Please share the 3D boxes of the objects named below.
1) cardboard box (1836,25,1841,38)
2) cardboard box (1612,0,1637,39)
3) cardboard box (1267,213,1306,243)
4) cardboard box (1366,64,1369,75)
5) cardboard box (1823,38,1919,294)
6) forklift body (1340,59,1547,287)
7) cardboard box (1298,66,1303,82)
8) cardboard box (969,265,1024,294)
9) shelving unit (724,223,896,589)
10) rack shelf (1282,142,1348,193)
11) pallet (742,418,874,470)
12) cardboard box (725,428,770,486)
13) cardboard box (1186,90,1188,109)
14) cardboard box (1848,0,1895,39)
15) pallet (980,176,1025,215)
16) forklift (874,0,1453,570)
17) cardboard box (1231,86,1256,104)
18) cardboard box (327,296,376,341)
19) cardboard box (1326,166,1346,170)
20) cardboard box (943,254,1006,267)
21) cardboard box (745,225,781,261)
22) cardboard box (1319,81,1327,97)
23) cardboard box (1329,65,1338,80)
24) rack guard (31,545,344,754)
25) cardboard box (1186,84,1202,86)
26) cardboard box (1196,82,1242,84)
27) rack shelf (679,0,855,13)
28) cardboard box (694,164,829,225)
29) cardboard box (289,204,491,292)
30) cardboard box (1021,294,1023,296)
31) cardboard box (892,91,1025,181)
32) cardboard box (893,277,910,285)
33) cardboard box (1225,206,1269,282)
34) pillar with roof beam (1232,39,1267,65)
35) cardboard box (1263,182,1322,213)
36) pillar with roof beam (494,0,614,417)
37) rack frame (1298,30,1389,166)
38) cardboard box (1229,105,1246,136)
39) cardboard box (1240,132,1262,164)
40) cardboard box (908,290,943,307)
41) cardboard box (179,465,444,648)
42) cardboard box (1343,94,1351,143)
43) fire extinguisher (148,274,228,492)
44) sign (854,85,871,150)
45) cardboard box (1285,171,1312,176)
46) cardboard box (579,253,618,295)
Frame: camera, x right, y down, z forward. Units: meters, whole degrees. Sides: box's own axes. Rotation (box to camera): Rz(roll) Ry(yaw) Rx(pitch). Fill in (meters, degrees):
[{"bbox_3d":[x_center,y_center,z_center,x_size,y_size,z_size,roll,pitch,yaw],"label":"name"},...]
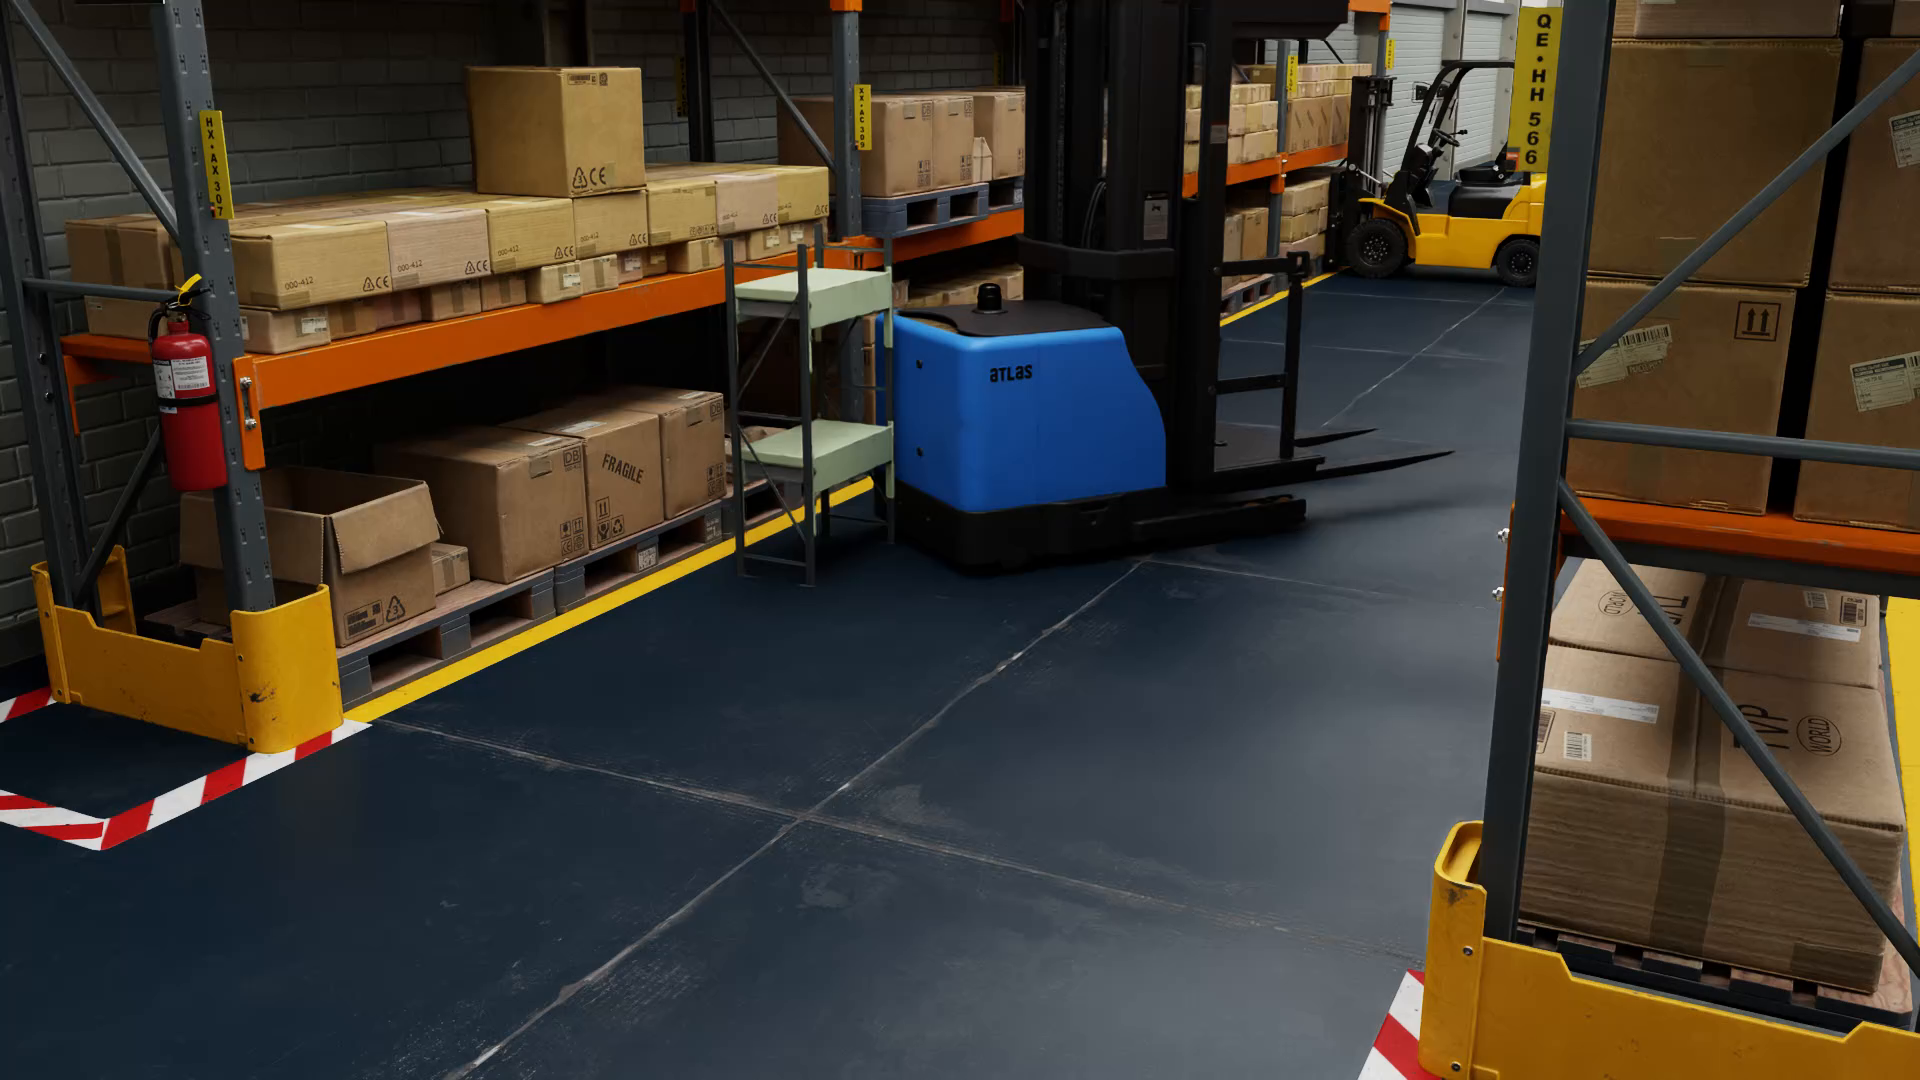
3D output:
[{"bbox_3d":[7.415,-3.990,13.735,0.700,0.500,0.500,8,18,25],"label":"cardboard box"},{"bbox_3d":[1.776,-1.278,3.988,0.380,0.149,0.250,8,18,25],"label":"cardboard box"},{"bbox_3d":[3.075,-3.073,16.316,0.500,0.250,0.500,8,18,25],"label":"cardboard box"},{"bbox_3d":[4.316,-5.202,18.432,0.380,0.149,0.250,8,18,25],"label":"cardboard box"},{"bbox_3d":[2.132,-0.792,3.491,0.500,0.500,0.500,8,18,24],"label":"cardboard box"},{"bbox_3d":[5.154,-3.763,16.916,2.313,2.155,1.214,8,18,25],"label":"forklift body"},{"bbox_3d":[3.132,-4.555,16.255,0.380,0.149,0.250,8,18,24],"label":"cardboard box"},{"bbox_3d":[0.280,-1.743,11.138,0.380,0.149,0.250,8,18,25],"label":"cardboard box"},{"bbox_3d":[-0.654,-0.623,7.489,0.431,1.500,0.755,8,18,25],"label":"shelving unit"},{"bbox_3d":[3.476,-4.031,17.590,1.077,0.370,4.000,8,18,25],"label":"rack shelf"},{"bbox_3d":[-0.663,-0.704,10.023,1.003,0.211,1.213,8,18,25],"label":"pallet"},{"bbox_3d":[-1.138,-0.449,8.331,0.396,0.266,0.258,9,19,27],"label":"cardboard box"},{"bbox_3d":[1.602,-3.523,13.301,0.380,0.149,0.250,8,18,26],"label":"cardboard box"},{"bbox_3d":[2.122,-1.148,3.551,0.380,0.149,0.250,9,19,27],"label":"cardboard box"},{"bbox_3d":[-0.070,-2.259,10.700,1.003,0.211,1.213,8,18,25],"label":"pallet"},{"bbox_3d":[1.126,-1.547,8.084,3.031,2.935,1.130,-8,19,-26],"label":"forklift"},{"bbox_3d":[2.374,-3.902,14.579,0.380,0.149,0.250,7,18,24],"label":"cardboard box"},{"bbox_3d":[-2.315,-0.809,5.919,0.380,0.149,0.250,9,19,27],"label":"cardboard box"},{"bbox_3d":[4.443,-4.090,18.864,0.500,0.250,0.500,9,19,27],"label":"cardboard box"},{"bbox_3d":[0.101,-1.930,11.768,0.380,0.149,0.250,8,18,26],"label":"cardboard box"},{"bbox_3d":[-1.100,-1.456,8.100,0.380,0.149,0.250,9,19,27],"label":"cardboard box"},{"bbox_3d":[3.461,-4.529,16.689,0.380,0.149,0.250,8,18,25],"label":"cardboard box"},{"bbox_3d":[3.718,-4.877,17.338,0.380,0.149,0.250,8,18,26],"label":"cardboard box"},{"bbox_3d":[-2.746,0.369,5.902,1.175,0.500,0.348,8,18,25],"label":"rack guard"},{"bbox_3d":[2.067,-4.101,15.249,0.380,0.149,0.250,7,18,24],"label":"cardboard box"},{"bbox_3d":[2.496,-4.340,16.052,0.380,0.149,0.250,8,18,25],"label":"cardboard box"},{"bbox_3d":[-1.886,-2.412,6.872,1.077,0.370,4.000,8,18,25],"label":"rack shelf"},{"bbox_3d":[-1.002,-1.738,8.350,0.500,0.250,0.500,9,19,27],"label":"cardboard box"},{"bbox_3d":[-2.111,-1.090,6.167,0.500,0.250,0.500,8,18,26],"label":"cardboard box"},{"bbox_3d":[0.334,-1.455,11.309,0.500,0.500,0.500,9,19,28],"label":"cardboard box"},{"bbox_3d":[0.006,-2.504,10.274,0.700,0.500,0.500,8,18,25],"label":"cardboard box"},{"bbox_3d":[-0.546,-1.608,10.683,0.380,0.149,0.250,8,18,26],"label":"cardboard box"},{"bbox_3d":[2.359,-2.795,15.599,0.875,0.625,0.625,9,19,28],"label":"cardboard box"},{"bbox_3d":[7.104,-7.150,16.294,9.100,9.000,0.400,8,18,25],"label":"pillar with roof beam"},{"bbox_3d":[3.317,-3.441,16.676,0.500,0.250,0.500,8,18,25],"label":"cardboard box"},{"bbox_3d":[1.742,-4.094,6.003,9.100,9.000,0.400,8,18,25],"label":"pillar with roof beam"},{"bbox_3d":[4.370,-4.885,19.203,1.000,3.000,0.127,8,18,25],"label":"rack frame"},{"bbox_3d":[2.135,-3.615,14.312,0.500,0.250,0.500,8,19,26],"label":"cardboard box"},{"bbox_3d":[2.372,-3.504,14.816,0.500,0.250,0.500,8,18,25],"label":"cardboard box"},{"bbox_3d":[-0.325,-1.419,10.046,0.380,0.149,0.250,8,18,24],"label":"cardboard box"},{"bbox_3d":[-2.422,0.042,6.261,0.797,0.503,0.637,7,18,23],"label":"cardboard box"},{"bbox_3d":[3.916,-4.513,17.773,0.500,0.500,0.500,8,18,24],"label":"cardboard box"},{"bbox_3d":[-2.432,-0.497,5.221,0.296,0.674,0.183,8,18,25],"label":"fire extinguisher"},{"bbox_3d":[-0.503,-2.176,8.563,0.100,0.325,0.005,8,18,25],"label":"sign"},{"bbox_3d":[3.533,-3.895,18.207,0.500,0.250,0.500,8,18,25],"label":"cardboard box"},{"bbox_3d":[-1.668,-1.129,7.000,0.380,0.149,0.250,9,19,27],"label":"cardboard box"}]
